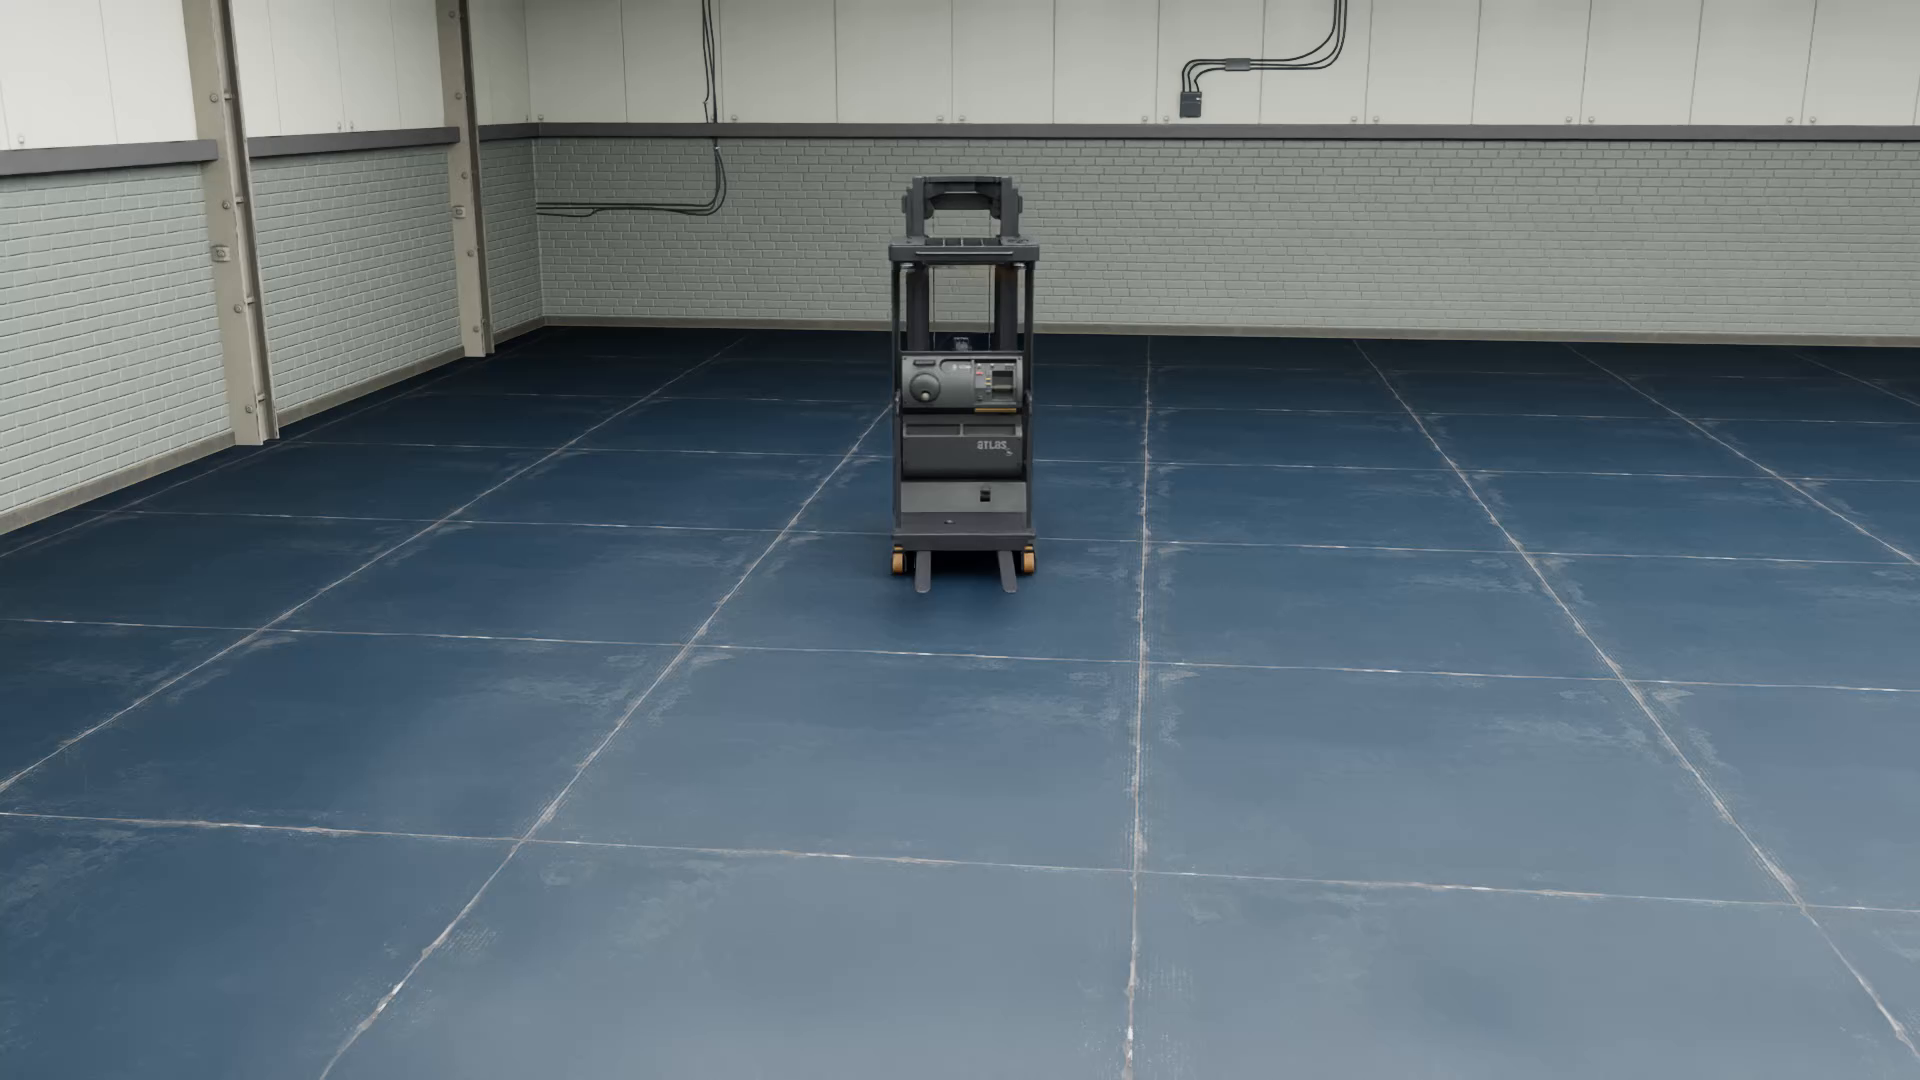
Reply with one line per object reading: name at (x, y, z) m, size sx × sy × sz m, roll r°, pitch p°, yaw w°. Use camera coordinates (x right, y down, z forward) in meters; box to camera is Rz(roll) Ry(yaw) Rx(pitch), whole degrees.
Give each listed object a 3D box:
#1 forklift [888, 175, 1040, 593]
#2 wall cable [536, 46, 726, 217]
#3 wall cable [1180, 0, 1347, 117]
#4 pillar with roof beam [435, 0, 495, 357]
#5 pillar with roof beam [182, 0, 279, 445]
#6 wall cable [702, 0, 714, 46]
forklift at (0.023, -1.234, 12.610) m, size 1.130 × 2.935 × 3.031 m, roll 0°, pitch 15°, yaw -1°
wall cable at (-5.088, -6.168, 25.181) m, size 3.097 × 2.526 × 0.112 m, roll 2°, pitch 15°, yaw 6°
wall cable at (4.343, -9.025, 23.282) m, size 2.305 × 6.003 × 0.169 m, roll 2°, pitch 15°, yaw 6°
pillar with roof beam at (-2.457, -6.815, 21.625) m, size 9.100 × 9.000 × 0.400 m, roll 2°, pitch 15°, yaw 6°
pillar with roof beam at (-3.134, -5.259, 15.870) m, size 9.100 × 9.000 × 0.400 m, roll 2°, pitch 15°, yaw 6°
wall cable at (-2.400, -8.526, 24.227) m, size 3.097 × 2.526 × 0.112 m, roll 2°, pitch 15°, yaw 6°
